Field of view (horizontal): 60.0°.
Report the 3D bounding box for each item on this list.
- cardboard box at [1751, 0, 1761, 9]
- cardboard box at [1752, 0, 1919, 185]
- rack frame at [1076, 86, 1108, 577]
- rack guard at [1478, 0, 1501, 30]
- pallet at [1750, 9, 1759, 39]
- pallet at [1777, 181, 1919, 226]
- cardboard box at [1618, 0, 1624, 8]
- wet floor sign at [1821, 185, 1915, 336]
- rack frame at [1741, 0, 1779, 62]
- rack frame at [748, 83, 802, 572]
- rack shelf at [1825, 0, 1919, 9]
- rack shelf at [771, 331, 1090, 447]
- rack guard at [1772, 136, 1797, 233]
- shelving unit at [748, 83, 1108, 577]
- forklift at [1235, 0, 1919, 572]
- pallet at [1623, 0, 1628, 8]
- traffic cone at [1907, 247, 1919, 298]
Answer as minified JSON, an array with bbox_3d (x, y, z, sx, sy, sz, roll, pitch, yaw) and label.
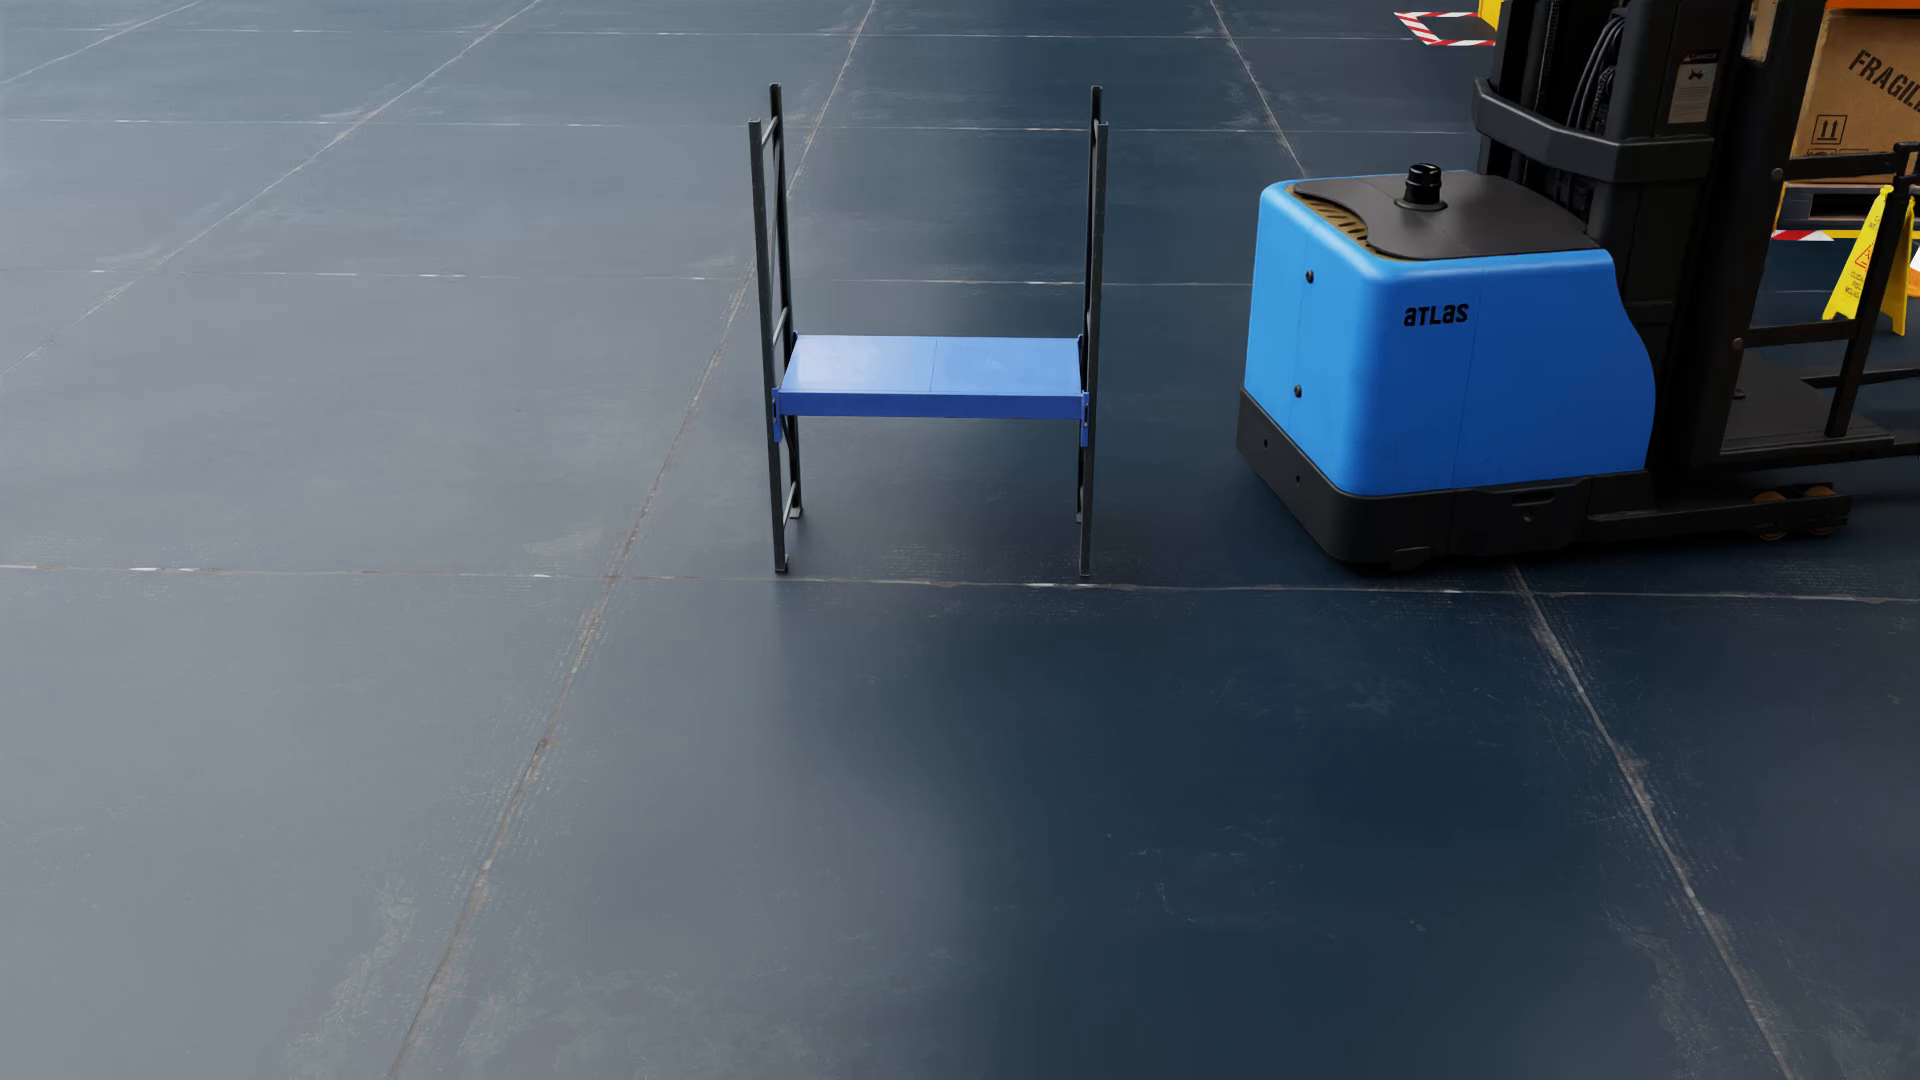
[{"bbox_3d":[6.336,-4.593,13.432,0.500,0.500,0.500,4,28,7],"label":"cardboard box"},{"bbox_3d":[4.893,-2.490,9.064,0.875,0.875,0.875,1,28,2],"label":"cardboard box"},{"bbox_3d":[0.423,-0.656,5.386,0.032,1.500,0.500,1,28,2],"label":"rack frame"},{"bbox_3d":[4.565,-4.437,13.587,0.348,0.500,1.175,1,28,2],"label":"rack guard"},{"bbox_3d":[6.592,-4.258,13.557,1.213,0.211,1.003,1,28,2],"label":"pallet"},{"bbox_3d":[5.015,-2.014,9.325,1.213,0.211,1.003,1,28,2],"label":"pallet"},{"bbox_3d":[5.113,-4.606,13.457,0.500,0.500,0.500,6,29,11],"label":"cardboard box"},{"bbox_3d":[4.114,-1.256,7.431,0.232,0.644,0.267,-4,28,-7],"label":"wet floor sign"},{"bbox_3d":[4.213,-3.223,8.627,0.127,3.000,1.000,1,28,2],"label":"rack frame"},{"bbox_3d":[-0.593,-0.672,5.417,0.032,1.500,0.500,1,28,2],"label":"rack frame"},{"bbox_3d":[6.212,-2.872,8.733,4.000,0.370,1.077,1,28,2],"label":"rack shelf"},{"bbox_3d":[-0.085,-0.505,5.486,1.000,0.185,0.538,1,28,2],"label":"rack shelf"},{"bbox_3d":[4.189,-2.119,9.213,0.348,0.500,1.175,1,28,2],"label":"rack guard"},{"bbox_3d":[-0.085,-0.664,5.401,1.048,1.500,0.538,1,28,2],"label":"shelving unit"},{"bbox_3d":[2.608,-1.530,5.506,3.031,2.935,1.130,-6,28,-11],"label":"forklift"},{"bbox_3d":[5.376,-4.280,13.598,1.213,0.211,1.003,1,28,2],"label":"pallet"},{"bbox_3d":[4.694,-1.429,7.951,0.334,0.463,0.336,1,28,2],"label":"traffic cone"}]
